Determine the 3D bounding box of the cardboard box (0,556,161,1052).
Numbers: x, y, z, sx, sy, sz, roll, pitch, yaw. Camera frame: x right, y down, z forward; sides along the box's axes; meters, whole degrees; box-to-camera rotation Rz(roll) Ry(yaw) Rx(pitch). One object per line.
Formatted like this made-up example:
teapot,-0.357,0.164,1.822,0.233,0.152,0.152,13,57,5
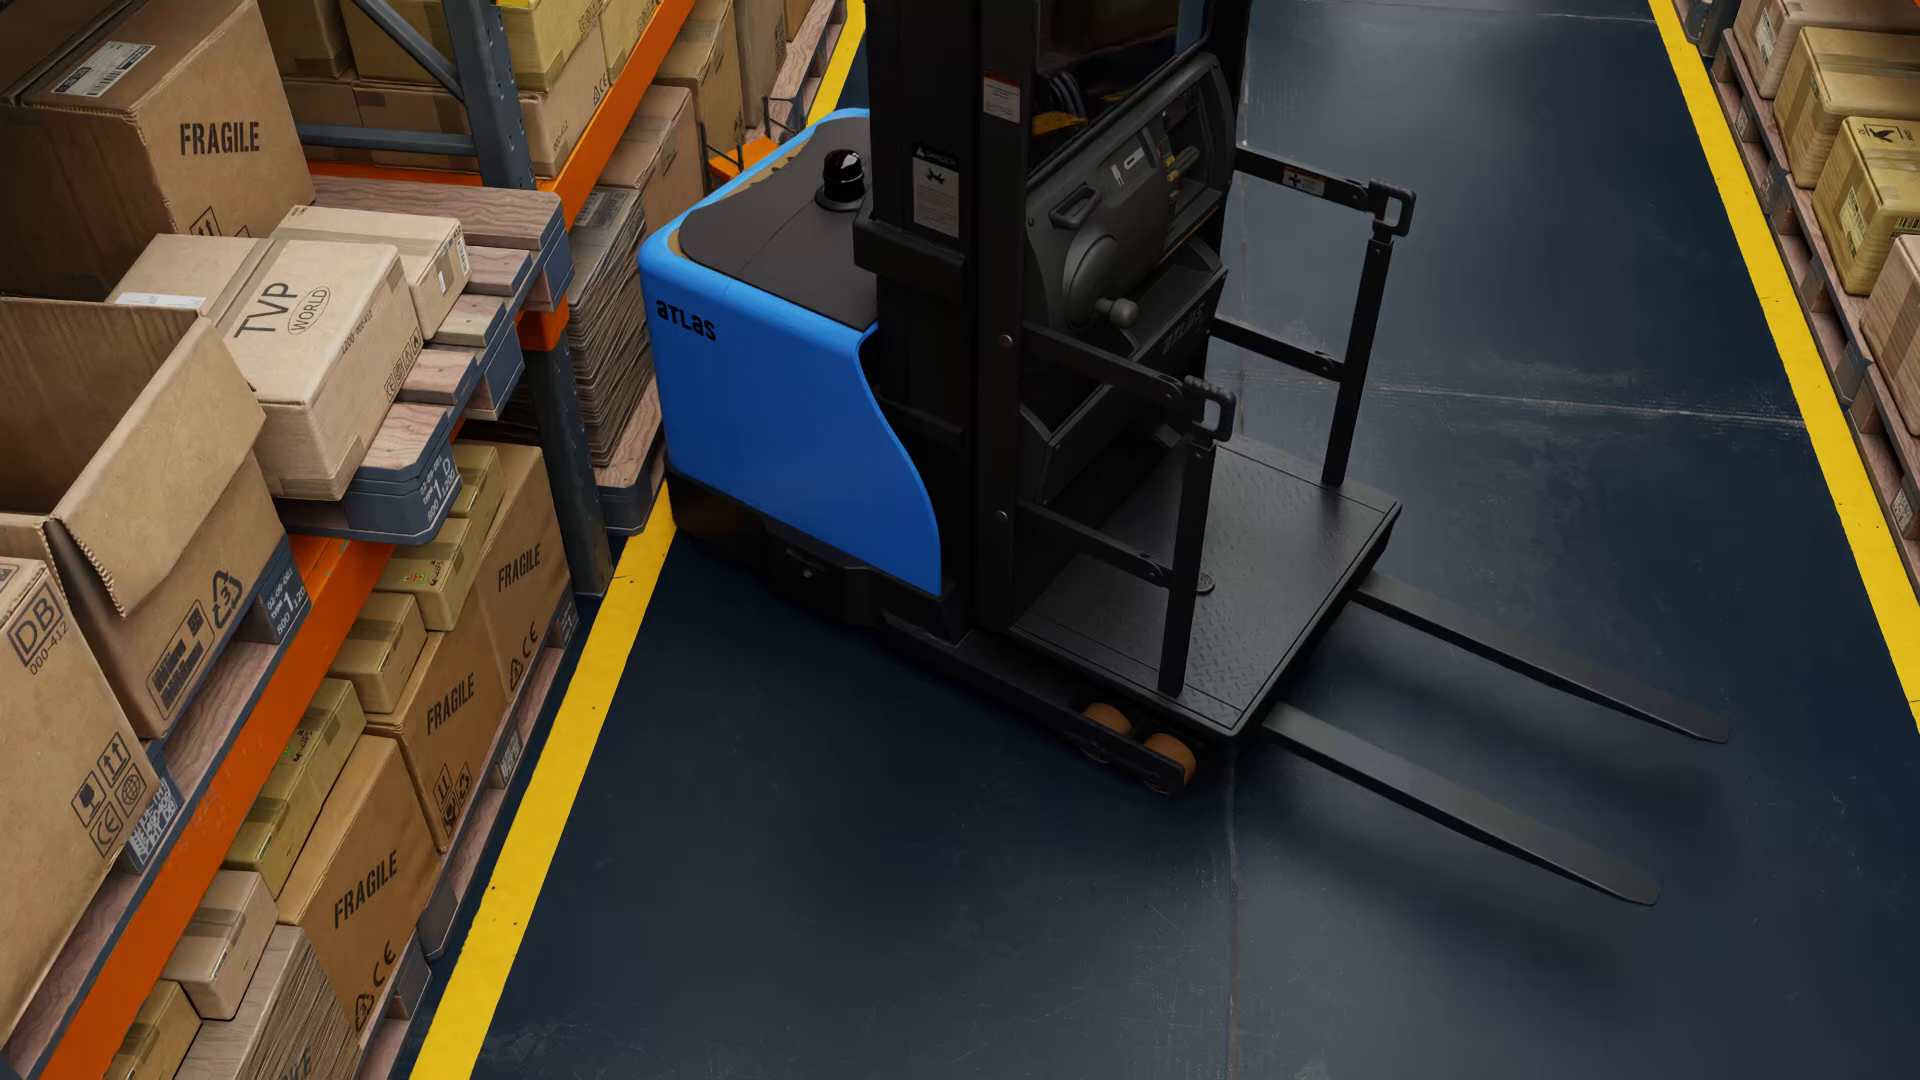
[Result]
cardboard box,-1.643,0.345,2.326,0.700,0.500,0.500,5,44,5

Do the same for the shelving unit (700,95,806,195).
shelving unit,-0.636,-0.896,5.430,0.252,1.050,0.215,-33,52,-31

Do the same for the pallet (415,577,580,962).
pallet,-1.709,0.523,4.544,1.003,0.211,1.213,5,44,6

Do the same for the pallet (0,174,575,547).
pallet,-1.592,-0.457,3.690,1.213,0.211,1.003,5,44,6

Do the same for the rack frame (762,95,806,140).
rack frame,-0.548,-0.953,5.492,0.008,1.050,0.200,-33,52,-31

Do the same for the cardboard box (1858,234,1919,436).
cardboard box,3.522,-0.632,5.342,0.950,0.372,0.625,4,44,5

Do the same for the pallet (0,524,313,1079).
pallet,-1.825,0.401,2.785,1.003,0.211,1.213,5,44,6

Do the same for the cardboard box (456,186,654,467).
cardboard box,-1.476,-0.709,5.239,0.875,0.625,0.625,7,44,7

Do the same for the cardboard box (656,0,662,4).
cardboard box,-1.139,-1.915,5.199,0.500,0.250,0.500,4,44,4

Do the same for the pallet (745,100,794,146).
pallet,-1.261,-1.369,6.542,1.003,0.211,1.213,5,44,6

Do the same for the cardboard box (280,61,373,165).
cardboard box,-1.767,-1.270,4.519,0.500,0.250,0.500,4,44,5

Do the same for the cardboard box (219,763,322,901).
cardboard box,-1.583,0.595,3.481,0.380,0.149,0.250,5,44,5

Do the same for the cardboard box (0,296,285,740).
cardboard box,-1.605,-0.056,2.746,0.797,0.503,0.637,4,44,5

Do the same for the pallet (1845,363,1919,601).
pallet,3.453,-0.066,5.166,1.003,0.211,1.213,5,44,6

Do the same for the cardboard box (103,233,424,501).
cardboard box,-1.391,-0.344,3.236,0.500,0.250,0.500,3,44,4

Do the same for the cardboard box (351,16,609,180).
cardboard box,-1.272,-1.221,4.467,0.500,0.250,0.500,5,44,6

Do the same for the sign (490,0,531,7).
sign,-1.033,-1.344,3.703,0.100,0.325,0.005,5,44,6

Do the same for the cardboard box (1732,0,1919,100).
cardboard box,3.810,-2.113,6.906,0.950,0.372,0.625,6,44,6

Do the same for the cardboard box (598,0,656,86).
cardboard box,-1.200,-1.563,4.828,0.500,0.250,0.500,4,44,5

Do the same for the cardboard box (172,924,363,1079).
cardboard box,-1.609,1.121,3.397,0.500,0.500,0.500,4,44,4

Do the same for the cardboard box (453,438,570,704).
cardboard box,-1.415,0.068,4.509,0.500,0.500,0.500,6,44,7

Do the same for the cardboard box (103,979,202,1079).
cardboard box,-1.673,0.948,3.108,0.380,0.149,0.250,5,44,6

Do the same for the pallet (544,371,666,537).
pallet,-1.425,-0.540,5.667,1.003,0.211,1.213,5,44,6

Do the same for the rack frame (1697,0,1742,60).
rack frame,3.877,-3.272,6.524,1.000,3.000,0.127,5,44,6

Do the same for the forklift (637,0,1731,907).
forklift,0.601,-0.795,3.958,3.031,2.935,1.130,25,49,24

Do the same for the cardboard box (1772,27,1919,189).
cardboard box,3.718,-1.623,6.388,0.950,0.372,0.625,8,44,8

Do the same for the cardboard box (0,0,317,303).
cardboard box,-1.795,-0.847,3.585,0.500,0.500,0.500,7,44,7

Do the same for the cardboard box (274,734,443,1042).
cardboard box,-1.558,0.765,3.773,0.500,0.500,0.500,7,44,7

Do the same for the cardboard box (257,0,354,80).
cardboard box,-1.788,-1.453,4.349,0.500,0.250,0.500,6,44,6

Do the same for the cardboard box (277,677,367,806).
cardboard box,-1.550,0.424,3.661,0.380,0.149,0.250,6,44,7

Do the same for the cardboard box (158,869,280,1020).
cardboard box,-1.590,0.786,3.280,0.380,0.149,0.250,3,44,4

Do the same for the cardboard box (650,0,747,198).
cardboard box,-1.309,-1.614,6.194,0.875,0.625,0.625,4,44,4

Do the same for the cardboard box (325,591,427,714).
cardboard box,-1.471,0.249,3.847,0.380,0.149,0.250,4,44,4

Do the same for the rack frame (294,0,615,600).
rack frame,-1.572,-0.995,4.119,1.000,3.000,0.127,5,44,6

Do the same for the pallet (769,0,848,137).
pallet,-1.102,-2.203,7.423,1.003,0.211,1.213,5,44,6

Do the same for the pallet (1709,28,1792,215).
pallet,3.776,-1.729,6.922,1.003,0.211,1.213,5,44,6

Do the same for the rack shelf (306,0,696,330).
rack shelf,-1.308,-2.097,5.806,1.077,0.370,4.000,5,44,6

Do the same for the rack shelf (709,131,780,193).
rack shelf,-0.635,-1.097,5.245,0.240,0.259,0.215,-33,52,-31

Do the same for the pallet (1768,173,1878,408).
pallet,3.617,-0.895,6.042,1.003,0.211,1.213,5,44,6

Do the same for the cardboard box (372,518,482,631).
cardboard box,-1.392,0.073,4.032,0.380,0.149,0.250,3,44,3

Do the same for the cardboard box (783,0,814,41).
cardboard box,-1.101,-2.655,7.294,0.875,0.625,0.625,7,44,7

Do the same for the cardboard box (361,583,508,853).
cardboard box,-1.492,0.408,4.150,0.500,0.500,0.500,5,44,5

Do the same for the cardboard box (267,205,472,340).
cardboard box,-1.279,-0.574,3.551,0.380,0.149,0.250,6,44,6

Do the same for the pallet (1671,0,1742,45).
pallet,3.931,-2.721,7.970,1.003,0.211,1.213,5,44,6

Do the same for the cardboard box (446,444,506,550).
cardboard box,-1.387,-0.116,4.231,0.380,0.149,0.250,3,44,3

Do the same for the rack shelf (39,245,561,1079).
rack shelf,-1.837,0.629,2.927,1.077,0.370,4.000,5,44,6

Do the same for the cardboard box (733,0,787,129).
cardboard box,-1.212,-2.126,6.736,0.875,0.625,0.625,5,44,5

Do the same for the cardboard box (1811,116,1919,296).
cardboard box,3.628,-1.149,5.887,0.950,0.372,0.625,7,44,7

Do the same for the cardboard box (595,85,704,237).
cardboard box,-1.398,-1.155,5.710,0.875,0.625,0.625,7,44,7

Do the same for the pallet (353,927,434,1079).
pallet,-1.872,1.352,3.668,1.003,0.211,1.213,5,44,6

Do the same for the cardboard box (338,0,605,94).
cardboard box,-1.247,-1.400,4.292,0.500,0.250,0.500,5,44,5

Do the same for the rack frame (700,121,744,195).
rack frame,-0.725,-0.840,5.368,0.008,1.050,0.200,-33,52,-31
